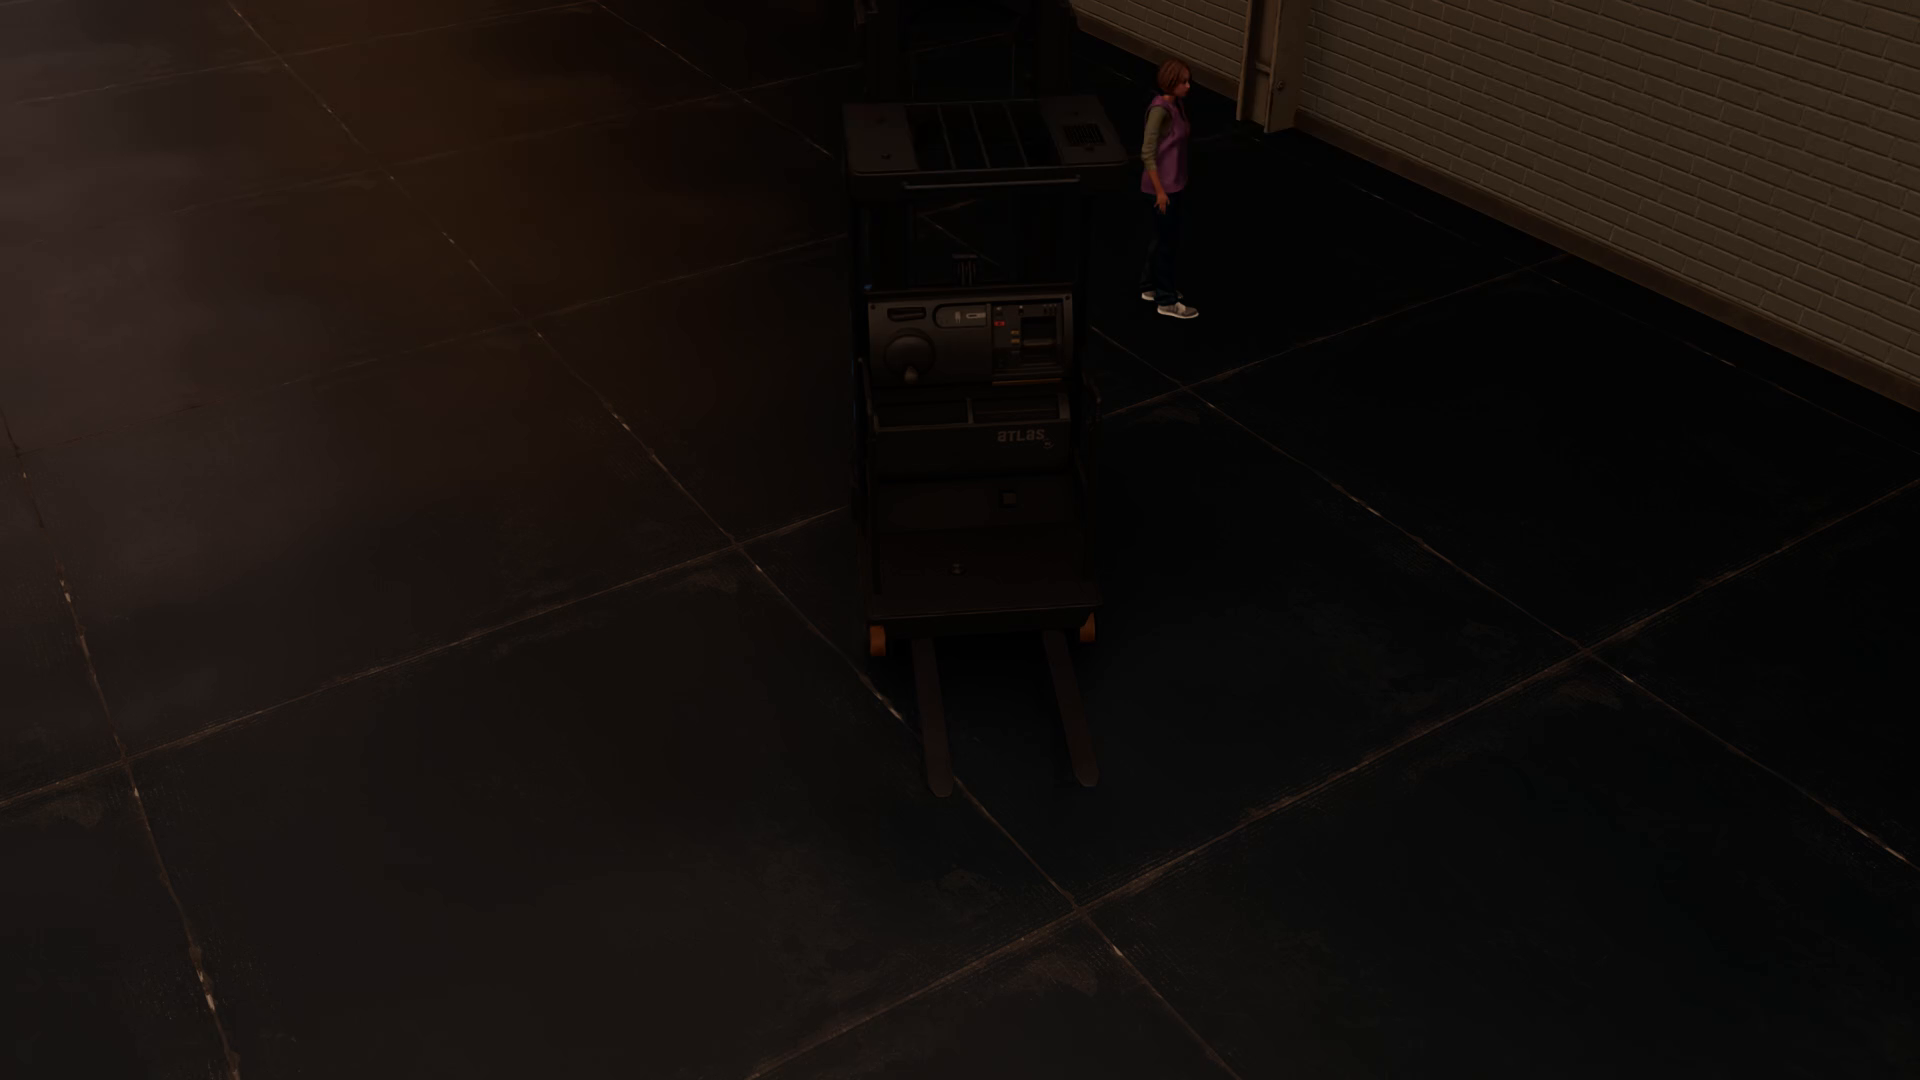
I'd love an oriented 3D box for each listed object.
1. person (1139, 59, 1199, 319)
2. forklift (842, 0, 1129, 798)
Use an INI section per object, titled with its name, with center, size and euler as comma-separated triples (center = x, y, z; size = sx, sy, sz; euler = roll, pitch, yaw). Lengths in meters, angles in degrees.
[person]
center = 1.365, -2.210, 10.452
size = 0.457, 1.602, 0.560
euler = 9, 36, 13
[forklift]
center = 0.076, -0.849, 7.356
size = 1.130, 2.935, 3.031
euler = -3, 35, -5
